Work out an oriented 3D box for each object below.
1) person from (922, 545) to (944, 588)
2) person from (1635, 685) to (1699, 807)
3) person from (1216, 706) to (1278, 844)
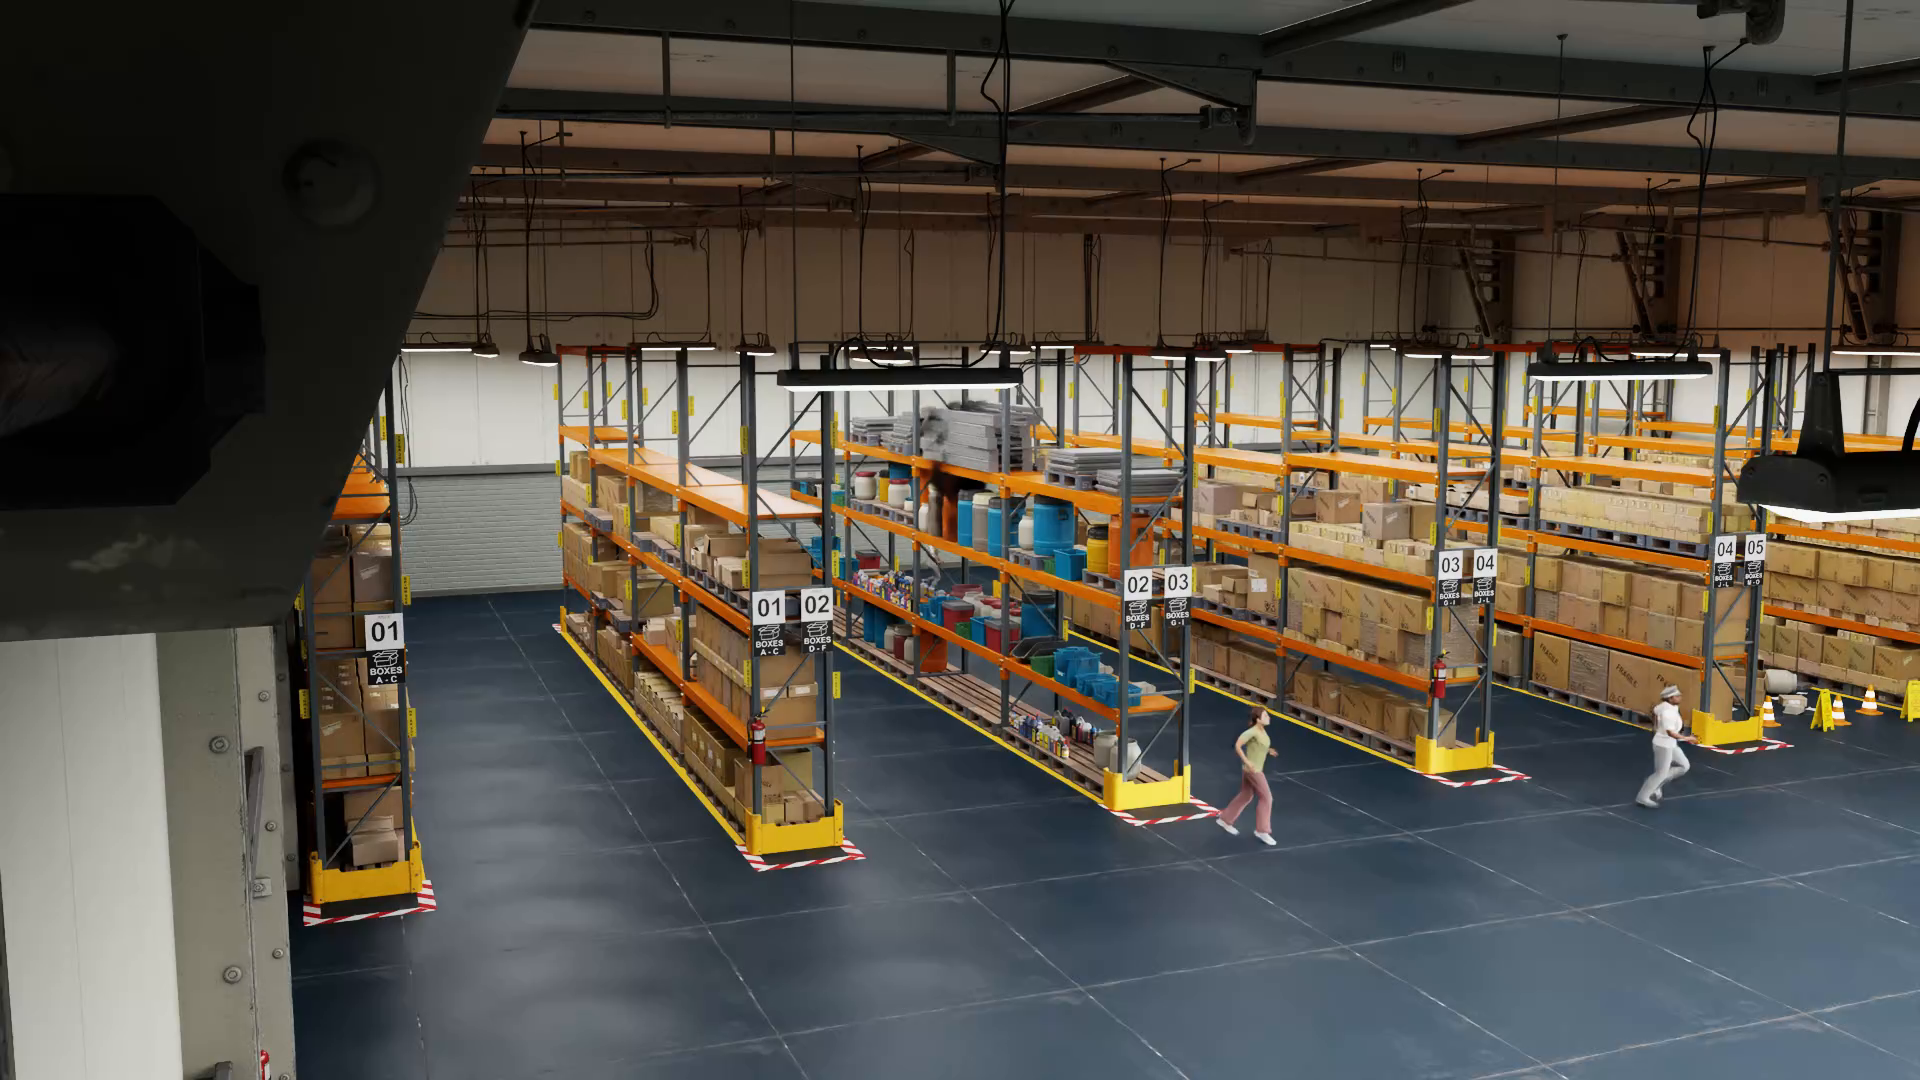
[{"bbox_3d":[-0.664,0.582,39.311,0.571,1.535,0.567,-1,7,-10],"label":"person"},{"bbox_3d":[9.390,2.715,22.035,0.735,1.658,0.606,4,8,26],"label":"person"},{"bbox_3d":[3.576,2.896,20.641,0.767,1.722,0.578,2,8,16],"label":"person"}]
